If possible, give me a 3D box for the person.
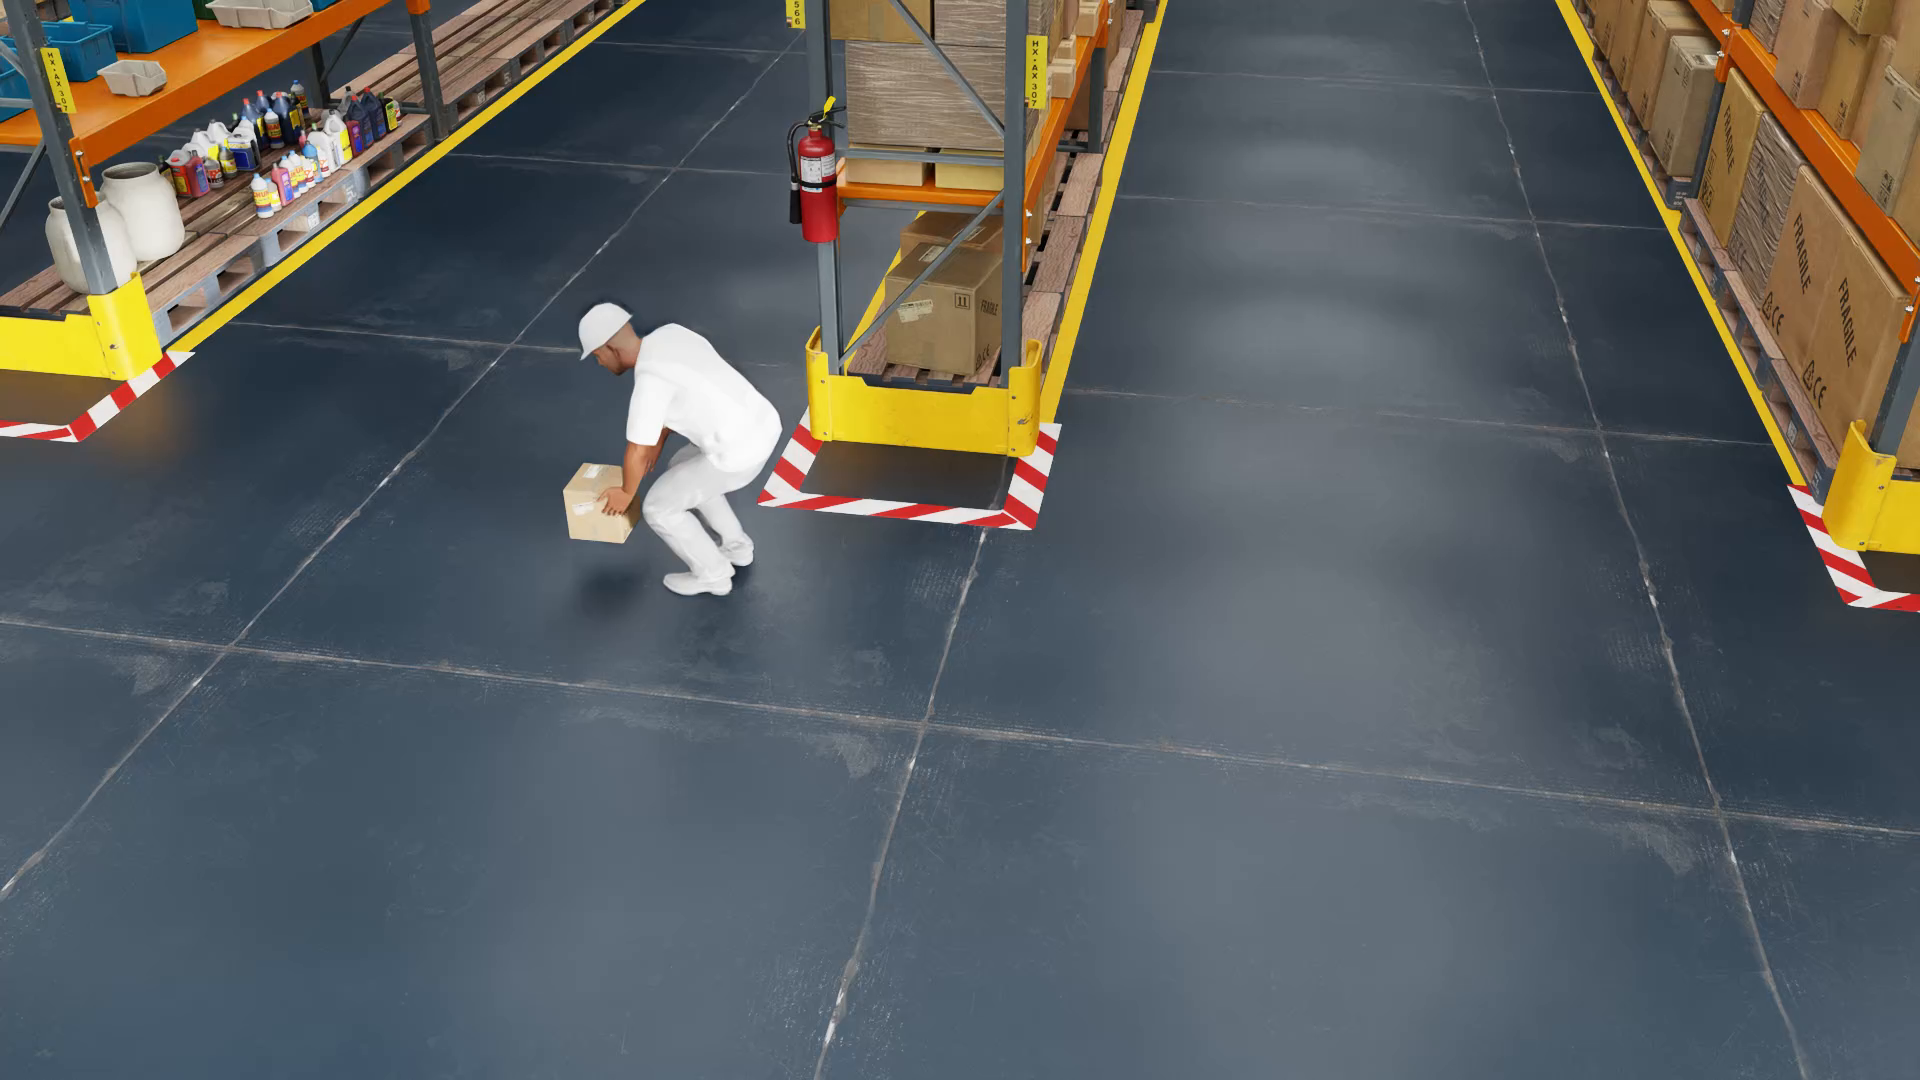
[{"bbox_3d":[-1.202,-0.329,7.190,0.846,1.181,0.616,5,33,8],"label":"person"}]
